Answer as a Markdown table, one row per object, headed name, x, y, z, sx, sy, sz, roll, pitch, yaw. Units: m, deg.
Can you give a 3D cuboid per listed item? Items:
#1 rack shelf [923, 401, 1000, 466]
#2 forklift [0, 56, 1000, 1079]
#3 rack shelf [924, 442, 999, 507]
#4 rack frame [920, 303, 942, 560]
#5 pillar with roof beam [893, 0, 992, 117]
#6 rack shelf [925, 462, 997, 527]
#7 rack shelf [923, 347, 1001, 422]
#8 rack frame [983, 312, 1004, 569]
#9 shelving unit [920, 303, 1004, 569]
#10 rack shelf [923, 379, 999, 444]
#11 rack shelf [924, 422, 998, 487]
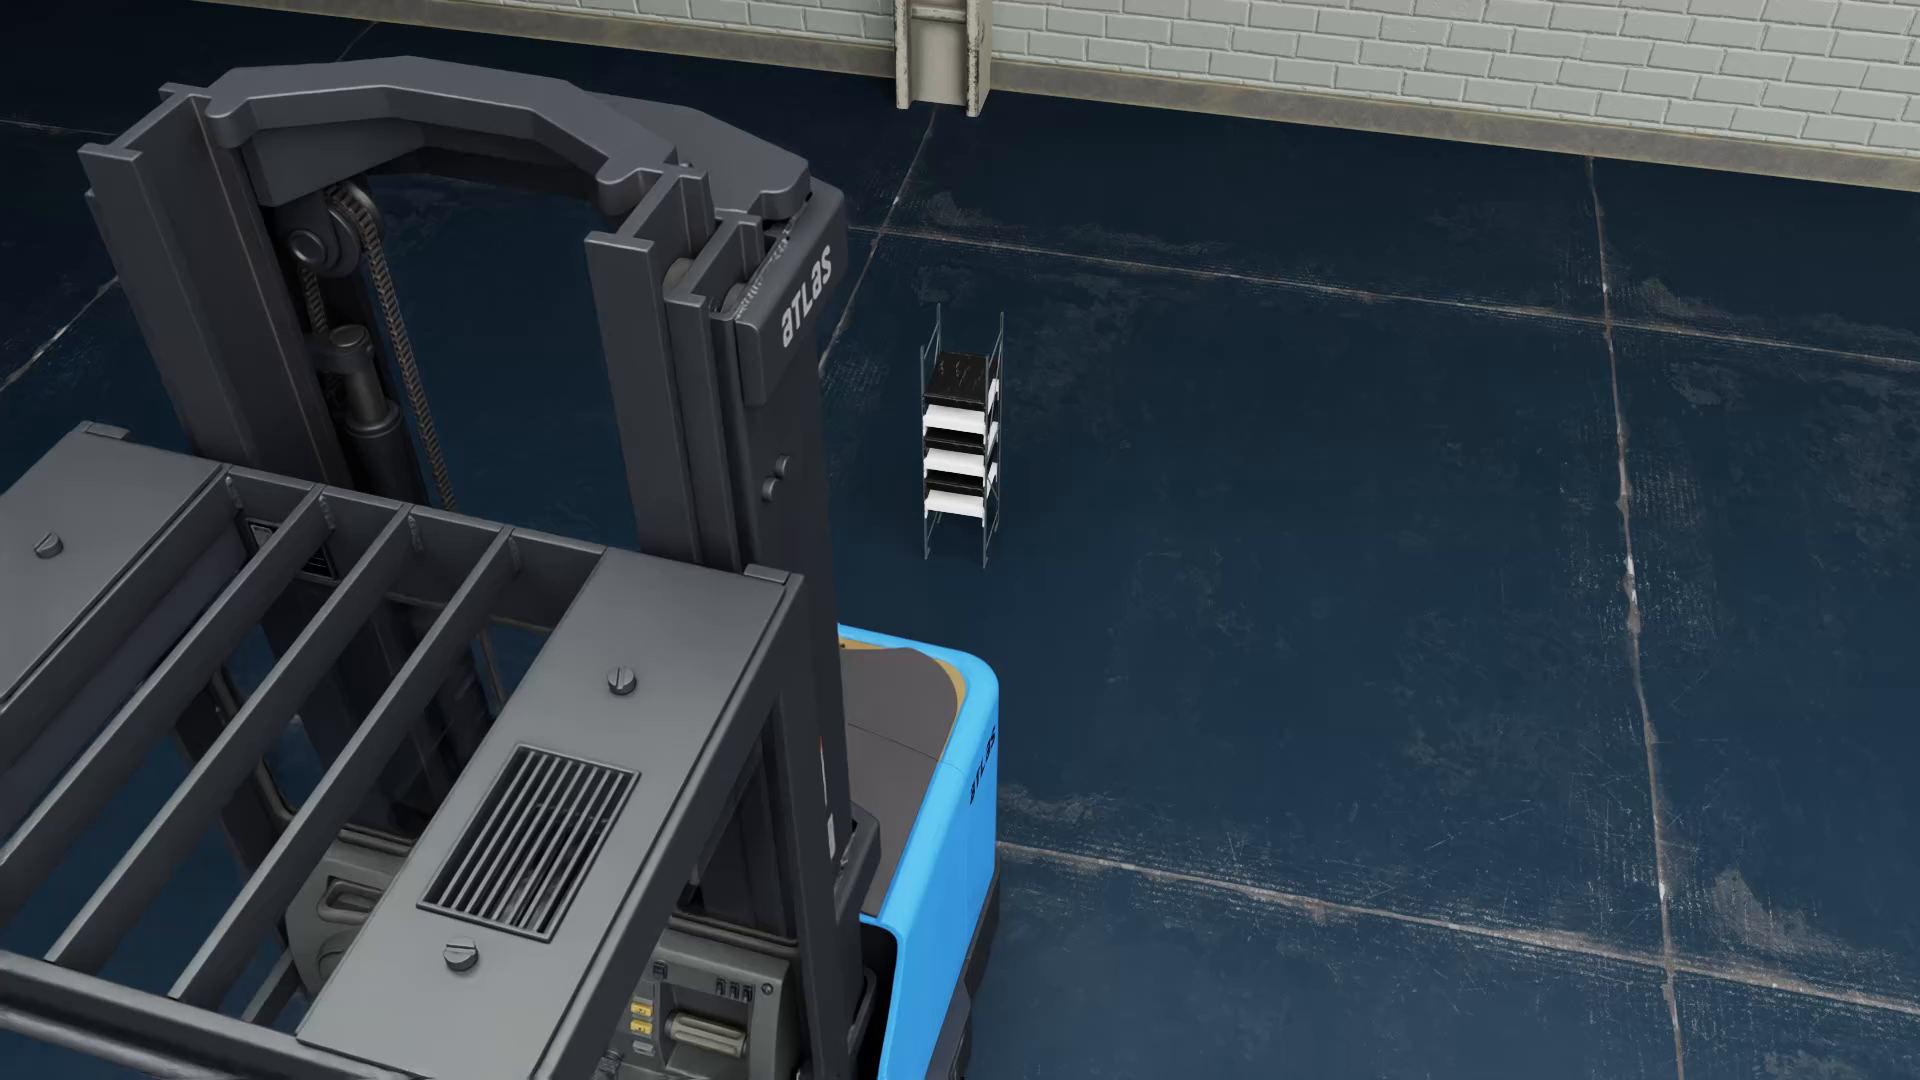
| name | x | y | z | sx | sy | sz | roll | pitch | yaw |
| --- | --- | --- | --- | --- | --- | --- | --- | --- | --- |
| rack shelf | 0.008 | -0.364 | 5.397 | 0.200 | 0.077 | 0.258 | 9 | 45 | 9 |
| forklift | -0.803 | 0.880 | 2.722 | 1.130 | 2.935 | 3.031 | 12 | 45 | 12 |
| rack shelf | 0.008 | -0.234 | 5.522 | 0.200 | 0.077 | 0.258 | 9 | 45 | 9 |
| rack frame | -0.091 | -0.338 | 5.453 | 0.006 | 0.900 | 0.240 | 9 | 45 | 9 |
| pillar with roof beam | -1.017 | -2.451 | 1.807 | 0.400 | 9.000 | 9.100 | 9 | 45 | 9 |
| rack shelf | 0.008 | -0.169 | 5.585 | 0.200 | 0.077 | 0.258 | 9 | 45 | 9 |
| rack shelf | 0.008 | -0.493 | 5.273 | 0.200 | 0.077 | 0.258 | 9 | 45 | 9 |
| rack frame | 0.107 | -0.308 | 5.421 | 0.006 | 0.900 | 0.240 | 9 | 45 | 9 |
| shelving unit | 0.008 | -0.323 | 5.437 | 0.210 | 0.900 | 0.258 | 9 | 45 | 9 |
| rack shelf | 0.008 | -0.429 | 5.335 | 0.200 | 0.077 | 0.258 | 9 | 45 | 9 |
| rack shelf | 0.008 | -0.299 | 5.460 | 0.200 | 0.077 | 0.258 | 9 | 45 | 9 |
